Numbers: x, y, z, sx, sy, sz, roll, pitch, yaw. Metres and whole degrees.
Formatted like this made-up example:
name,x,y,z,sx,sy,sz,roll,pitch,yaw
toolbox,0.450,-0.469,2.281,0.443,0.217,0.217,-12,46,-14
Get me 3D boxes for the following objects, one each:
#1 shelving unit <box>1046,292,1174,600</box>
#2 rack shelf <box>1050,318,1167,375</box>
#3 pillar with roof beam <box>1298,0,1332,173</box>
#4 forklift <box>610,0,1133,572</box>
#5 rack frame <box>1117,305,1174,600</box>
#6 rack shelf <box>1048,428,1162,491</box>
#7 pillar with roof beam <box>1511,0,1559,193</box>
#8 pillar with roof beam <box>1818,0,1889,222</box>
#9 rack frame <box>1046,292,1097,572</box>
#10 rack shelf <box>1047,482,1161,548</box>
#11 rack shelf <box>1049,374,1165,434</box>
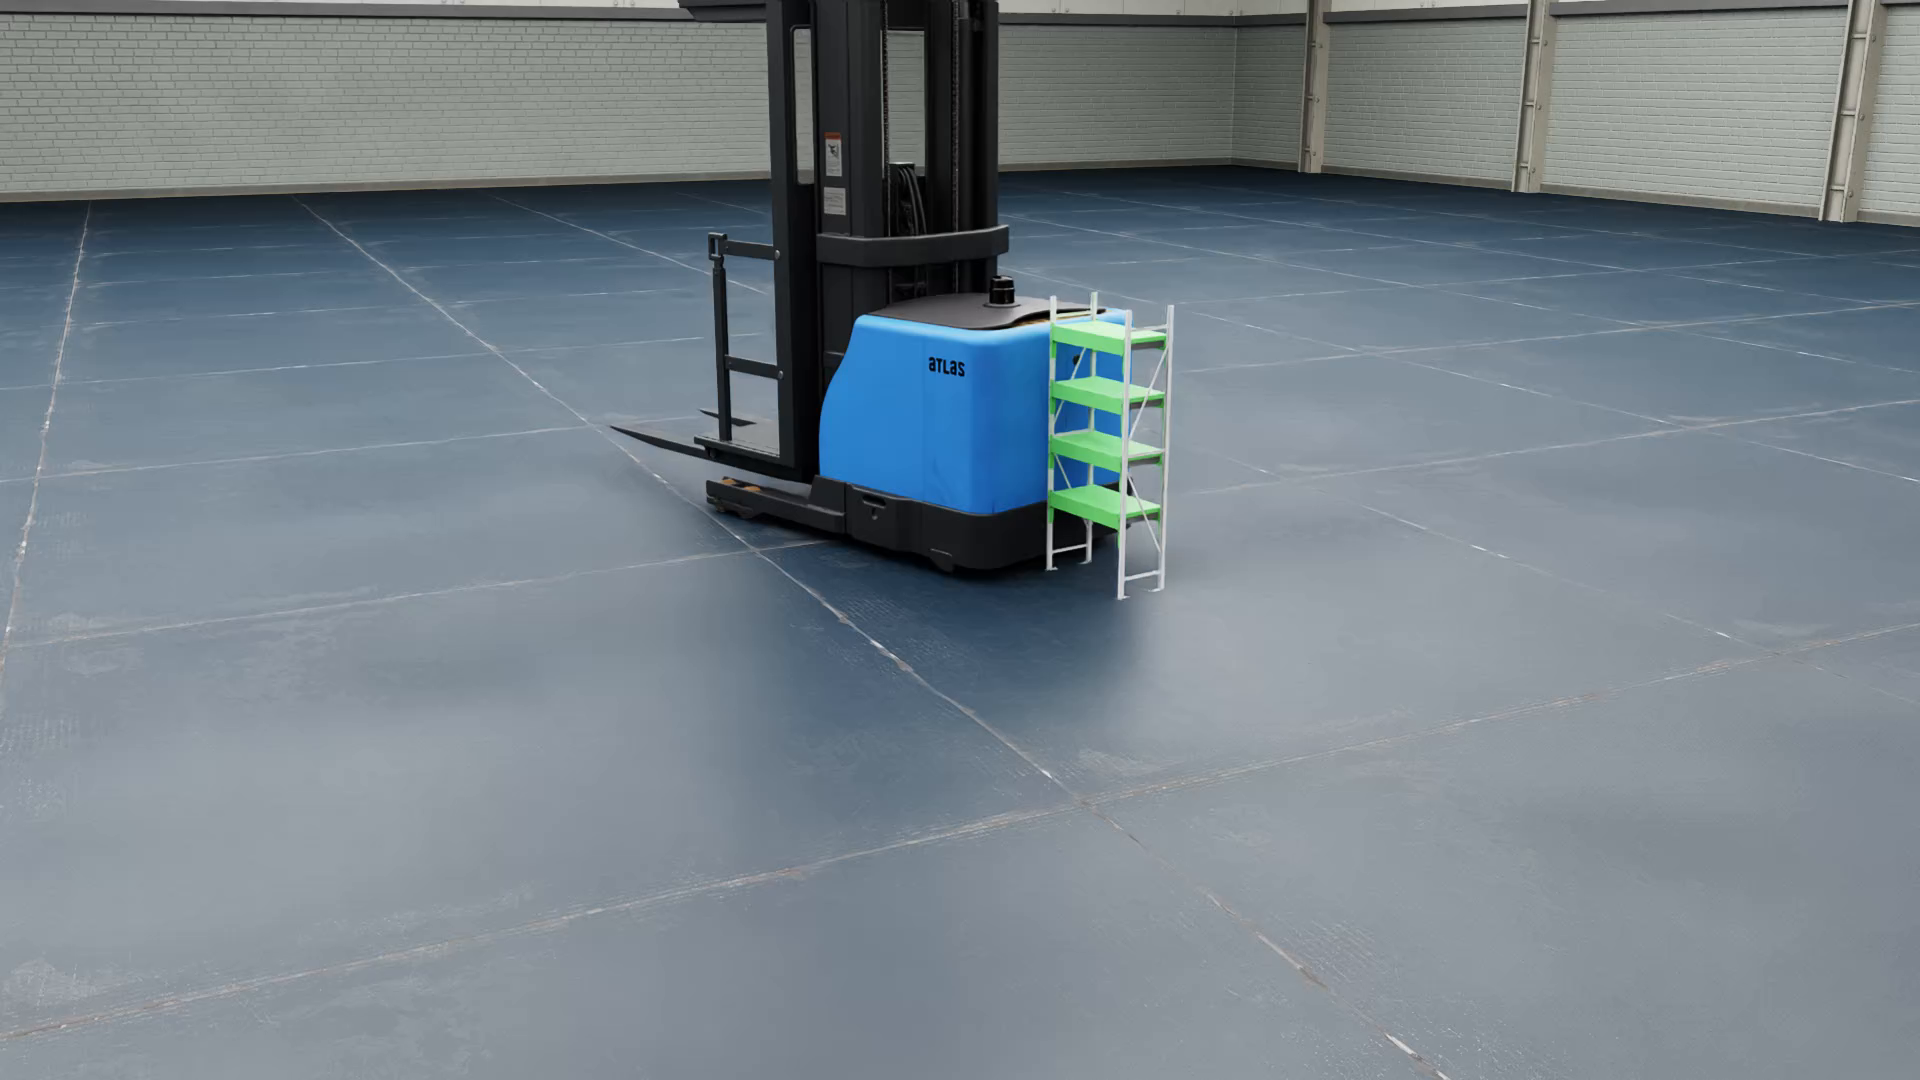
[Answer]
name,x,y,z,sx,sy,sz,roll,pitch,yaw
shelving unit,0.618,-0.404,6.982,0.258,1.200,0.503,-11,19,-33
rack shelf,0.618,-0.804,6.867,0.258,0.148,0.480,-11,19,-33
pillar with roof beam,3.244,-11.281,30.749,9.100,9.000,0.400,-8,18,-25
forklift,-0.611,-1.597,8.001,3.031,2.935,1.130,15,22,42
rack frame,0.756,-0.348,6.788,0.240,1.200,0.015,-11,19,-33
rack shelf,0.618,-0.342,7.000,0.258,0.148,0.480,-11,19,-33
pillar with roof beam,5.872,-9.794,25.565,9.100,9.000,0.400,-8,18,-25
pillar with roof beam,8.501,-8.306,20.380,9.100,9.000,0.400,-8,18,-25
rack frame,0.481,-0.459,7.176,0.240,1.200,0.015,-11,19,-33
rack shelf,0.618,-0.112,7.066,0.258,0.148,0.480,-11,19,-33
rack shelf,0.618,-0.573,6.933,0.258,0.148,0.480,-11,19,-33
